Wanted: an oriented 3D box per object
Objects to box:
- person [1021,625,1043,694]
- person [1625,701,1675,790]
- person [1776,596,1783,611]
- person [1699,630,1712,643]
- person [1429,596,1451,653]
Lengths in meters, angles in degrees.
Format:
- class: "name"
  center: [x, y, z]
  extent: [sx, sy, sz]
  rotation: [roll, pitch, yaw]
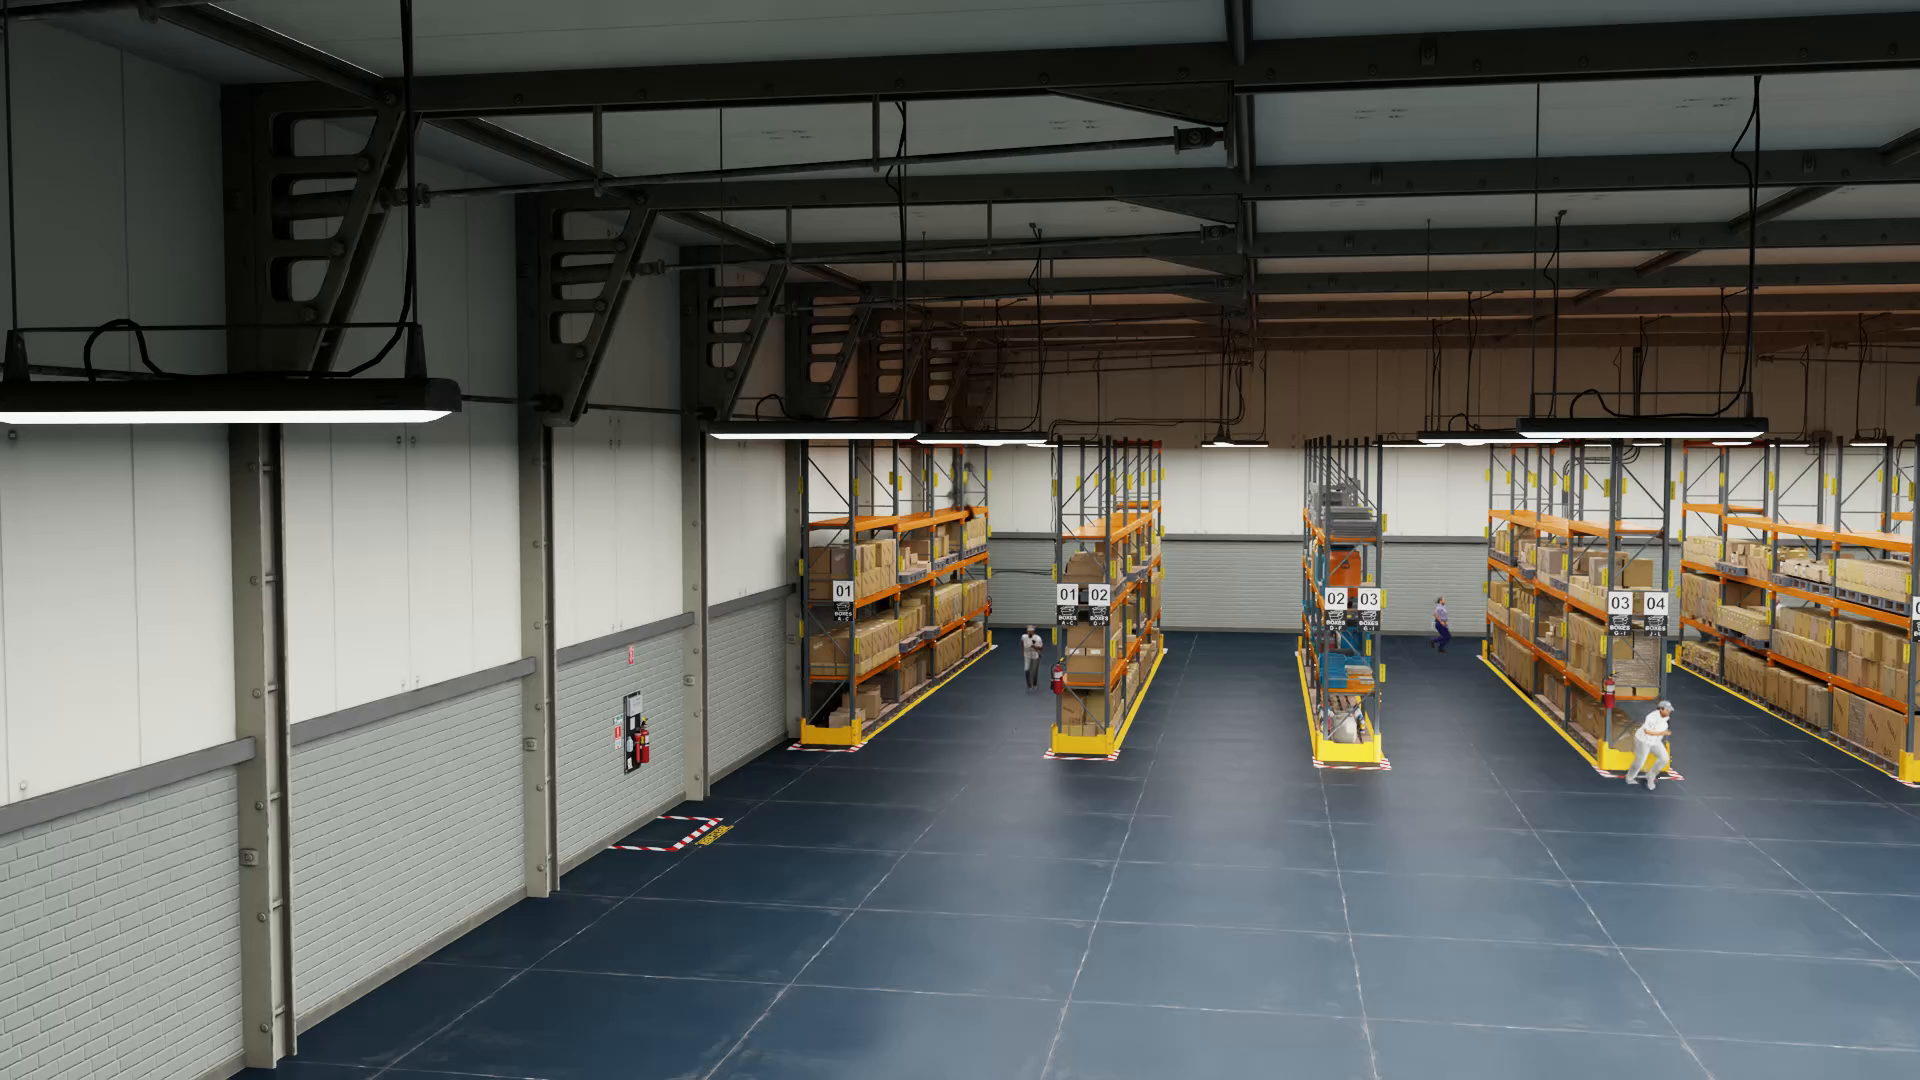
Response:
- class: "person"
  center: [1.685, 2.787, 39.034]
  extent: [0.566, 1.638, 0.886]
  rotation: [0, 3, 9]
- class: "person"
  center: [11.673, 3.447, 28.071]
  extent: [0.634, 1.556, 0.923]
  rotation: [-2, 3, -27]
- class: "person"
  center: [22.239, 2.389, 45.412]
  extent: [0.627, 1.738, 0.725]
  rotation: [1, 3, 11]
- class: "person"
  center: [20.466, 2.419, 45.494]
  extent: [0.549, 1.686, 0.747]
  rotation: [3, 4, 43]
- class: "person"
  center: [13.553, 2.398, 46.962]
  extent: [0.559, 1.593, 0.620]
  rotation: [1, 3, 23]
